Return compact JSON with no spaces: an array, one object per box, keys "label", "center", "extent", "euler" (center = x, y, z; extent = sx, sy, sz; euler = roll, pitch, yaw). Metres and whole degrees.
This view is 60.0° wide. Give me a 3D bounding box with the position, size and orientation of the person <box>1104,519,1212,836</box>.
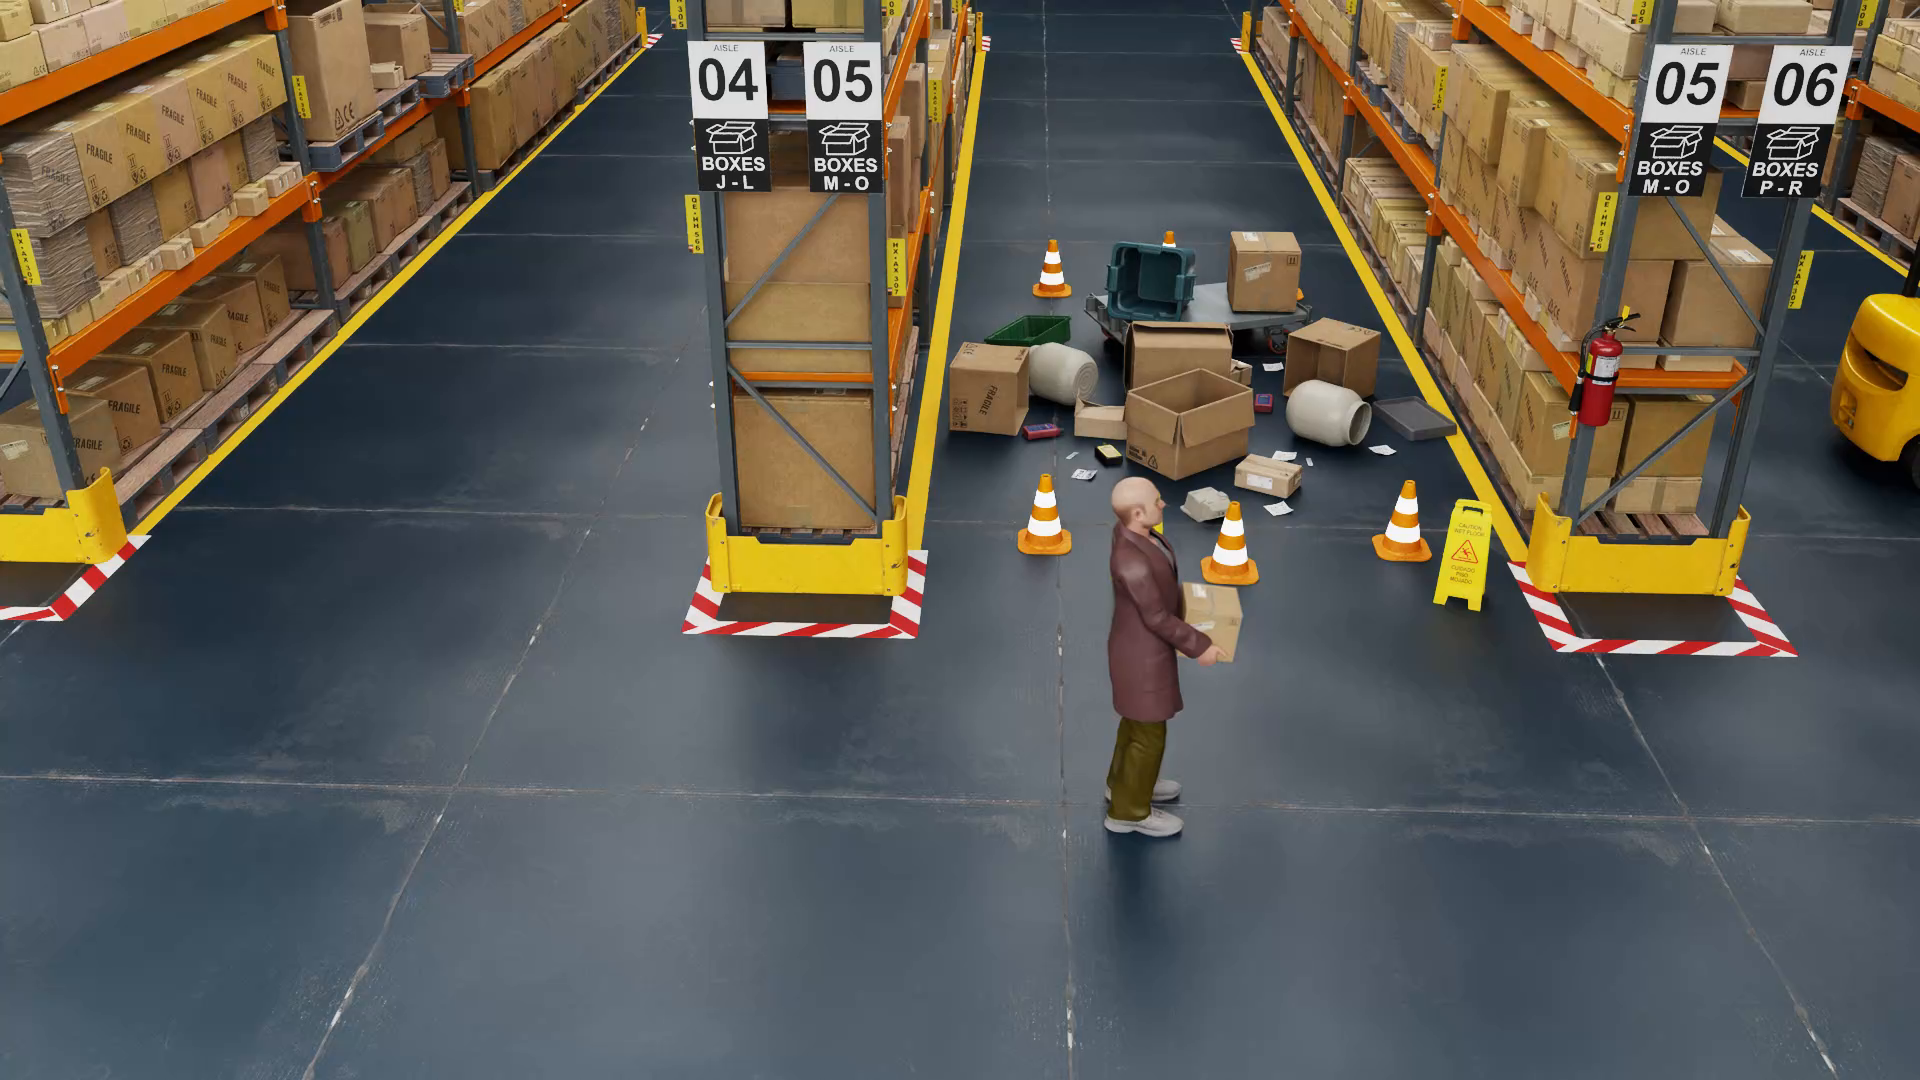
[{"label":"person","center":[0.894,0.619,7.684],"extent":[0.468,1.559,0.529],"euler":[1,28,2]}]
